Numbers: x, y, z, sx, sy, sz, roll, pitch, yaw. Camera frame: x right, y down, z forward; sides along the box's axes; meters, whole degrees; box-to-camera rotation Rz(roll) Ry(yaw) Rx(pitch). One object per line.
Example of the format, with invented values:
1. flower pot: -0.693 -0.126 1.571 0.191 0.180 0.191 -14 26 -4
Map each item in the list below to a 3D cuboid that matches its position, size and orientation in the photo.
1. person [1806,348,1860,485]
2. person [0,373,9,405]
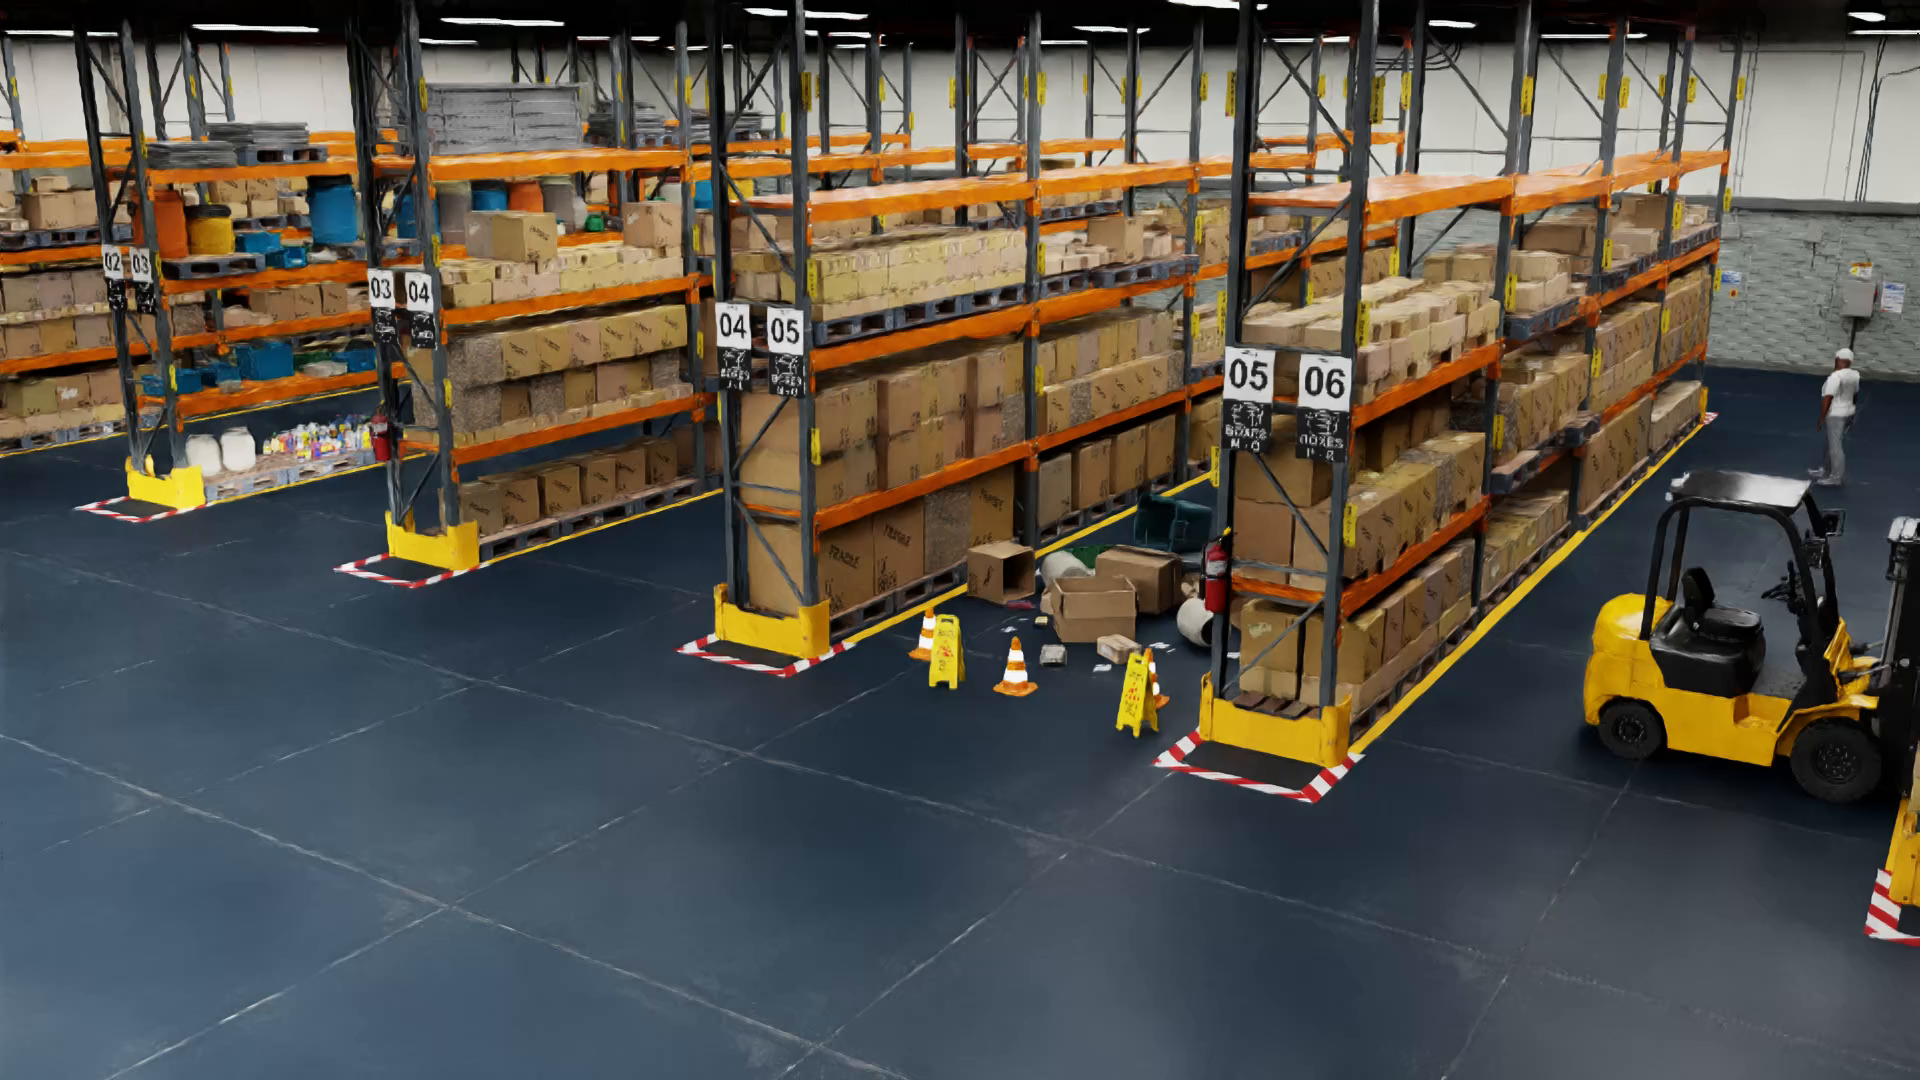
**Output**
1. person: 11.456 -1.642 21.787 0.681 1.763 0.594 -12 19 -36
2. person: -15.718 -3.084 27.081 0.682 1.712 0.800 3 16 12
